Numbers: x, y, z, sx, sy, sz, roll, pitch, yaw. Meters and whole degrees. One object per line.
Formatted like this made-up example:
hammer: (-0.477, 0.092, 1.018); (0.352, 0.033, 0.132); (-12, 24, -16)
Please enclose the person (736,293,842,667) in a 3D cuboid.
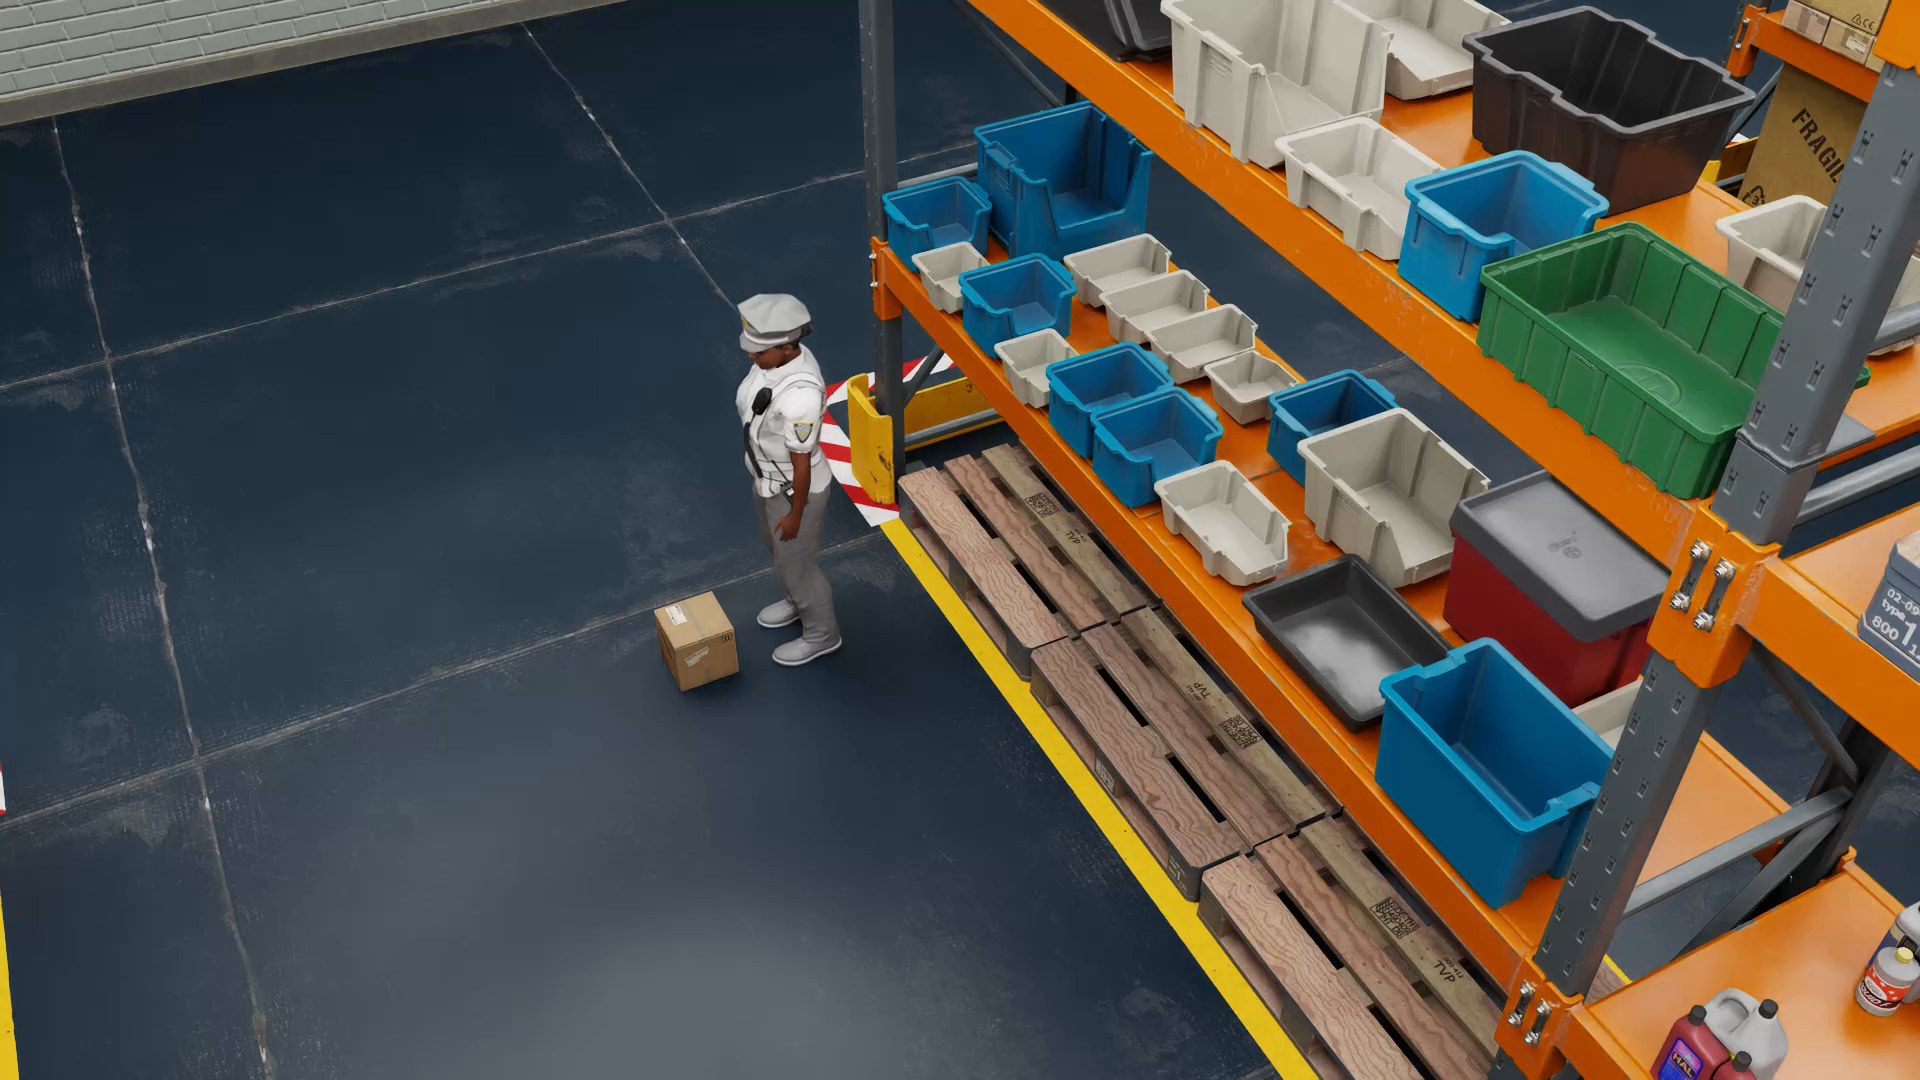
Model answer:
person: (-0.663, -0.209, 6.411); (0.341, 1.658, 0.438); (-14, 43, -15)
